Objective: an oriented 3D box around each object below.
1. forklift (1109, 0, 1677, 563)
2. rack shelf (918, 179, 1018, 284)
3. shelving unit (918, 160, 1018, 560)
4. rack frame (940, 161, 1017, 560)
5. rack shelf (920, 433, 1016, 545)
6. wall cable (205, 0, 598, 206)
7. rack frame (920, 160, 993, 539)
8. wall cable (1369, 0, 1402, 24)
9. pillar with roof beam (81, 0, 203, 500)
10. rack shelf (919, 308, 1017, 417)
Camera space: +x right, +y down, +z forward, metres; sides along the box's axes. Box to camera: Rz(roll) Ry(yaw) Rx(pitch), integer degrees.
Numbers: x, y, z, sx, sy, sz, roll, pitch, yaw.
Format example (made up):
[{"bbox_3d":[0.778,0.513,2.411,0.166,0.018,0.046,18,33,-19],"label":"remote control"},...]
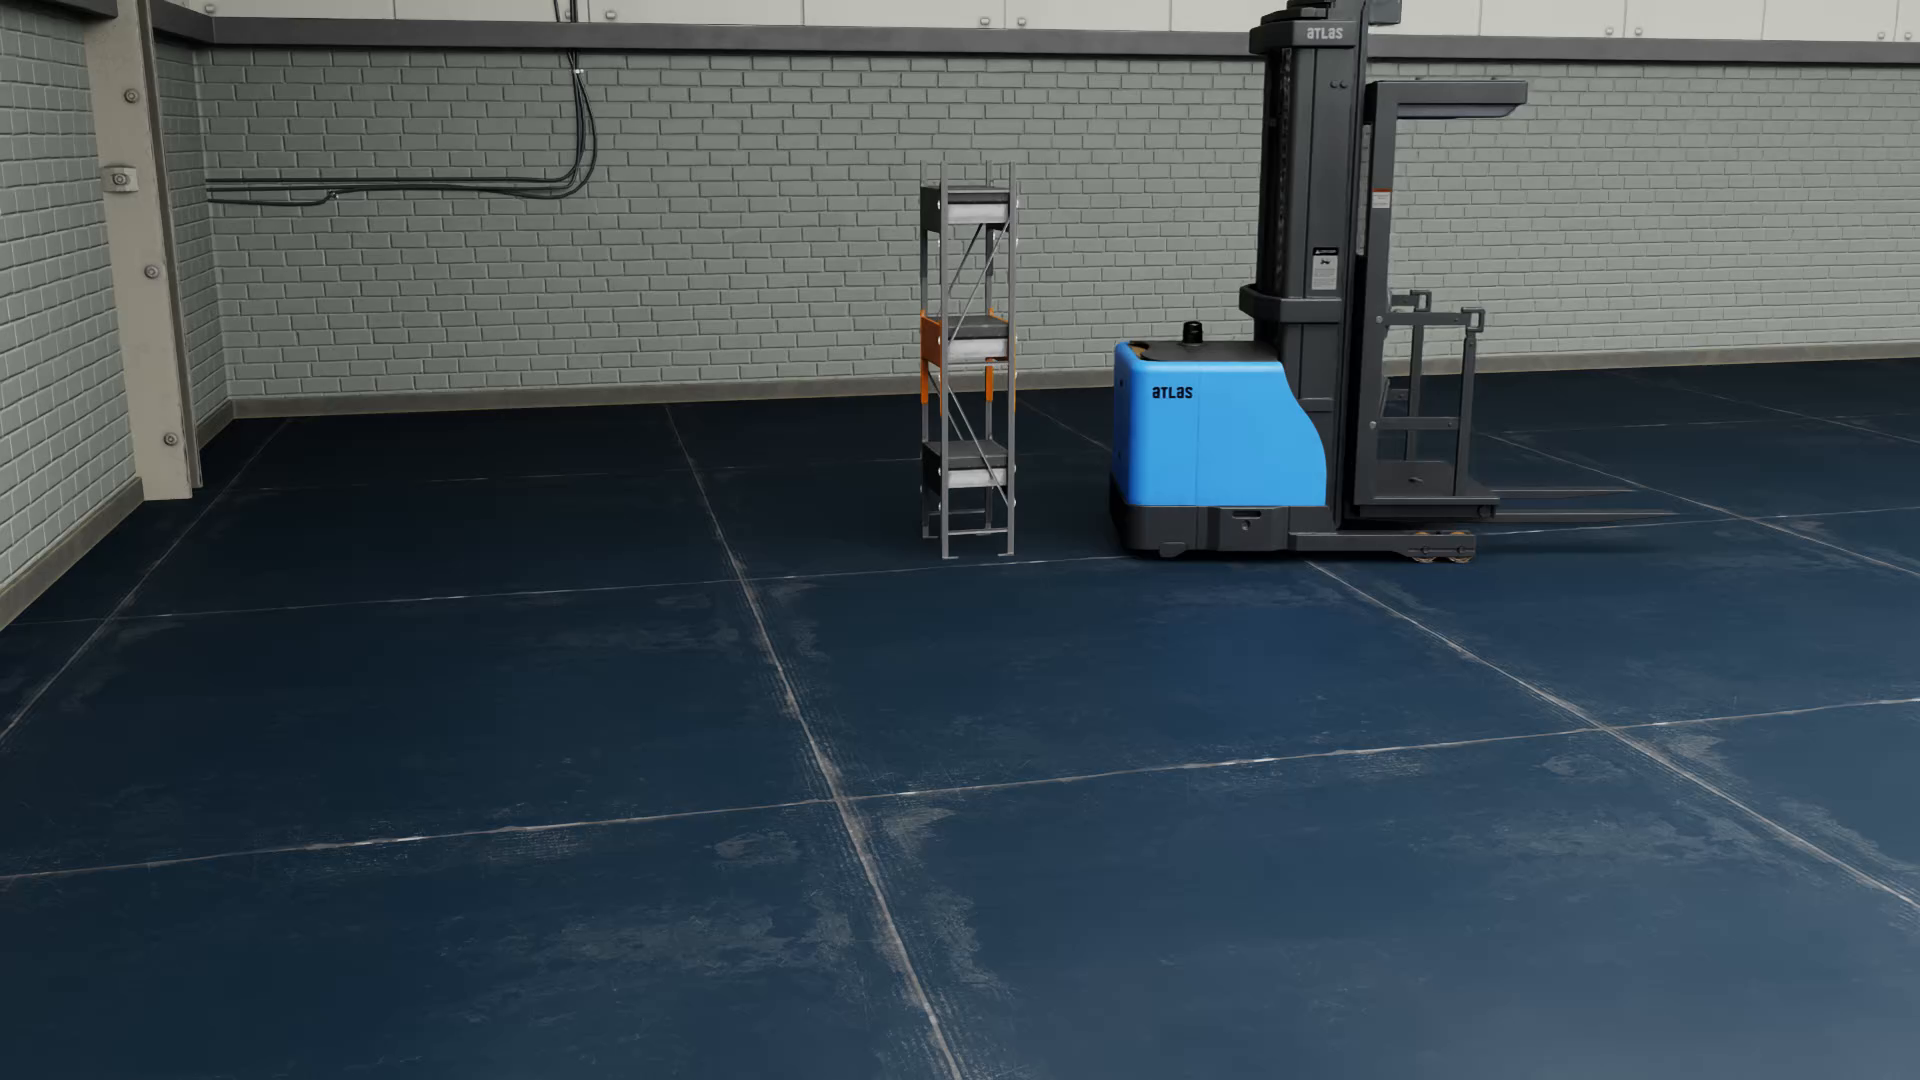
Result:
[{"bbox_3d":[2.397,-1.426,9.089,3.031,2.935,1.130,0,14,0],"label":"forklift"},{"bbox_3d":[0.039,-1.649,8.859,0.431,0.518,0.480,-3,14,-13],"label":"rack shelf"},{"bbox_3d":[0.039,-0.982,9.022,0.431,2.100,0.503,-3,14,-13],"label":"shelving unit"},{"bbox_3d":[0.096,-0.926,8.791,0.400,2.100,0.015,-3,14,-13],"label":"rack frame"},{"bbox_3d":[0.039,-0.289,9.191,0.431,0.518,0.480,-3,14,-13],"label":"rack shelf"},{"bbox_3d":[-4.463,-3.917,13.043,3.097,2.526,0.112,-3,14,-13],"label":"wall cable"},{"bbox_3d":[-0.018,-1.038,9.252,0.400,2.100,0.015,-3,14,-13],"label":"rack frame"},{"bbox_3d":[4.769,-7.603,14.422,2.305,6.003,0.169,-3,14,-13],"label":"wall cable"},{"bbox_3d":[-0.872,-4.912,10.573,9.100,9.000,0.400,-3,14,-13],"label":"pillar with roof beam"},{"bbox_3d":[0.039,-0.969,9.025,0.431,0.518,0.480,-3,14,-13],"label":"rack shelf"}]
